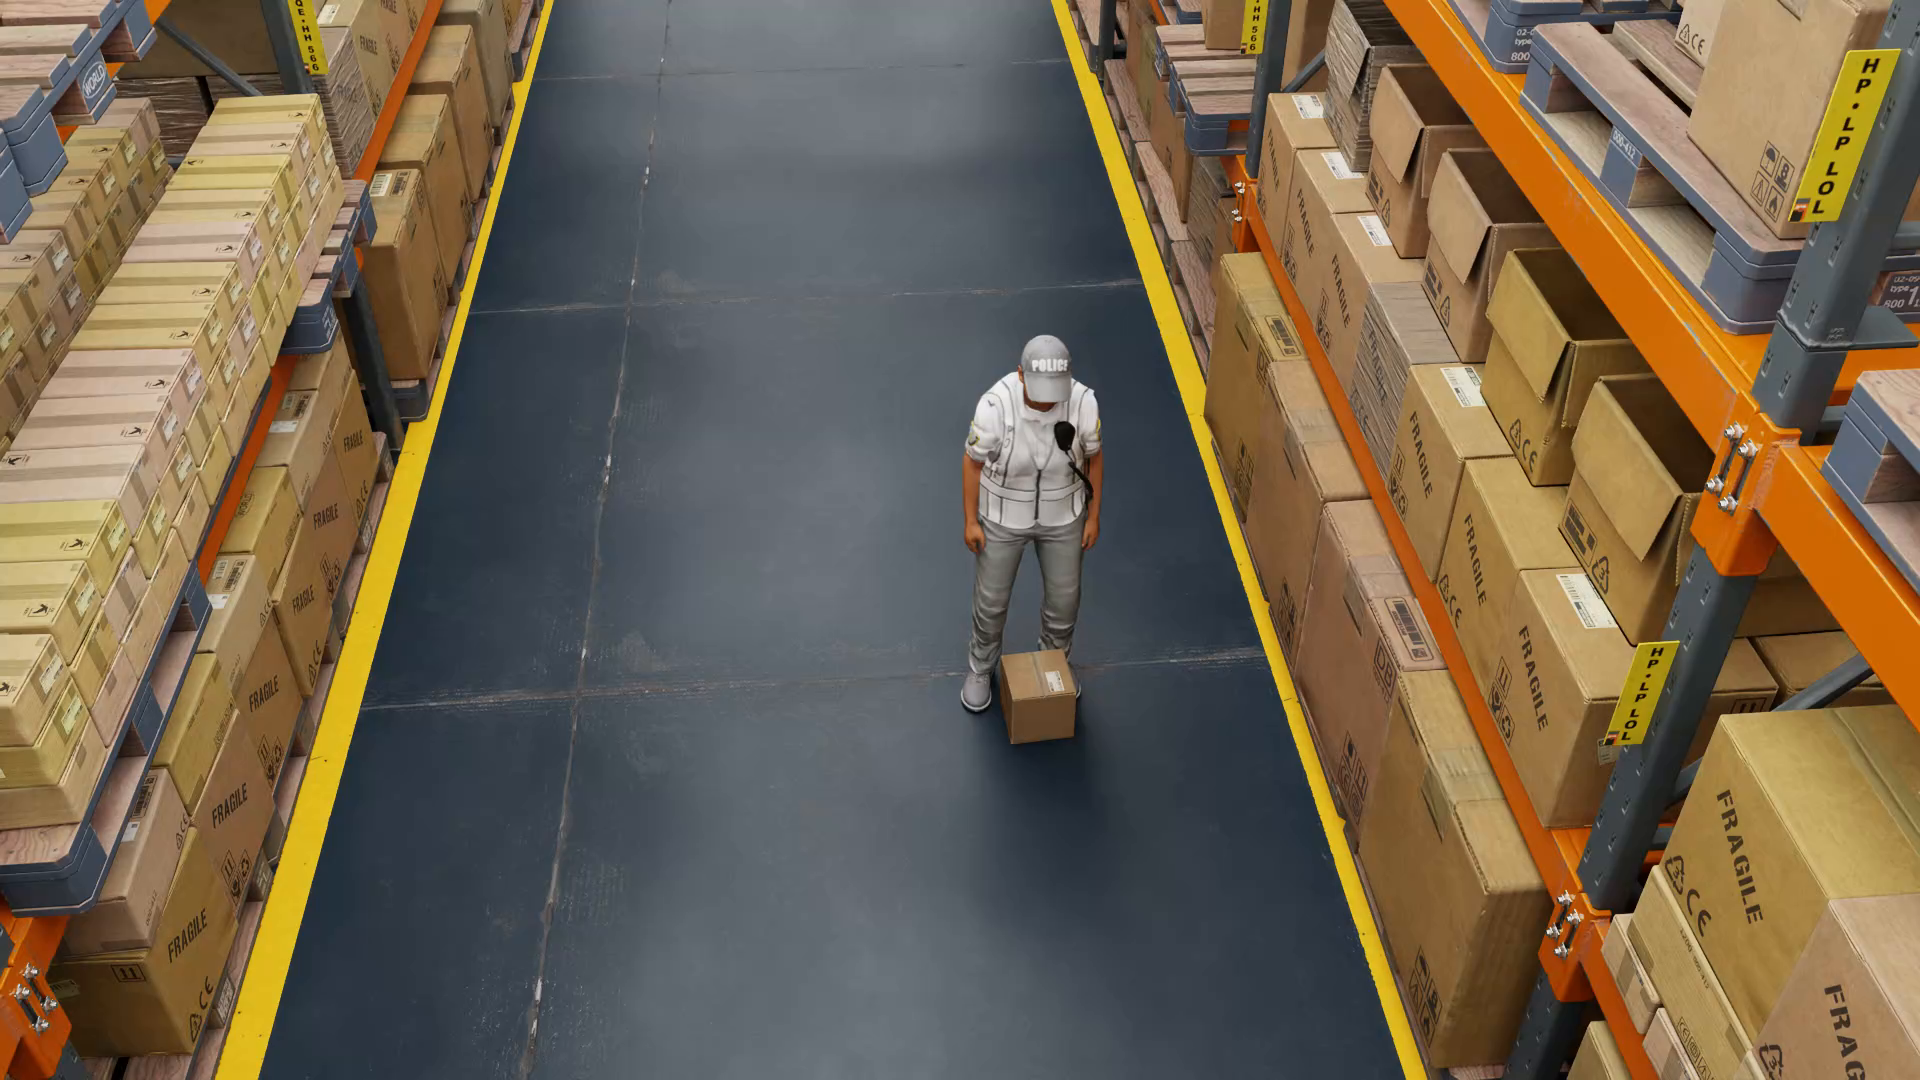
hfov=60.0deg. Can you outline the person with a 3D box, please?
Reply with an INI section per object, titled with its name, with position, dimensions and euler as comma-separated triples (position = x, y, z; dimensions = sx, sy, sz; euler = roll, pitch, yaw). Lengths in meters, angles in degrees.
[person]
position = 0.265, -0.072, 6.237
dimensions = 0.539, 1.666, 0.466
euler = -3, 39, -4
